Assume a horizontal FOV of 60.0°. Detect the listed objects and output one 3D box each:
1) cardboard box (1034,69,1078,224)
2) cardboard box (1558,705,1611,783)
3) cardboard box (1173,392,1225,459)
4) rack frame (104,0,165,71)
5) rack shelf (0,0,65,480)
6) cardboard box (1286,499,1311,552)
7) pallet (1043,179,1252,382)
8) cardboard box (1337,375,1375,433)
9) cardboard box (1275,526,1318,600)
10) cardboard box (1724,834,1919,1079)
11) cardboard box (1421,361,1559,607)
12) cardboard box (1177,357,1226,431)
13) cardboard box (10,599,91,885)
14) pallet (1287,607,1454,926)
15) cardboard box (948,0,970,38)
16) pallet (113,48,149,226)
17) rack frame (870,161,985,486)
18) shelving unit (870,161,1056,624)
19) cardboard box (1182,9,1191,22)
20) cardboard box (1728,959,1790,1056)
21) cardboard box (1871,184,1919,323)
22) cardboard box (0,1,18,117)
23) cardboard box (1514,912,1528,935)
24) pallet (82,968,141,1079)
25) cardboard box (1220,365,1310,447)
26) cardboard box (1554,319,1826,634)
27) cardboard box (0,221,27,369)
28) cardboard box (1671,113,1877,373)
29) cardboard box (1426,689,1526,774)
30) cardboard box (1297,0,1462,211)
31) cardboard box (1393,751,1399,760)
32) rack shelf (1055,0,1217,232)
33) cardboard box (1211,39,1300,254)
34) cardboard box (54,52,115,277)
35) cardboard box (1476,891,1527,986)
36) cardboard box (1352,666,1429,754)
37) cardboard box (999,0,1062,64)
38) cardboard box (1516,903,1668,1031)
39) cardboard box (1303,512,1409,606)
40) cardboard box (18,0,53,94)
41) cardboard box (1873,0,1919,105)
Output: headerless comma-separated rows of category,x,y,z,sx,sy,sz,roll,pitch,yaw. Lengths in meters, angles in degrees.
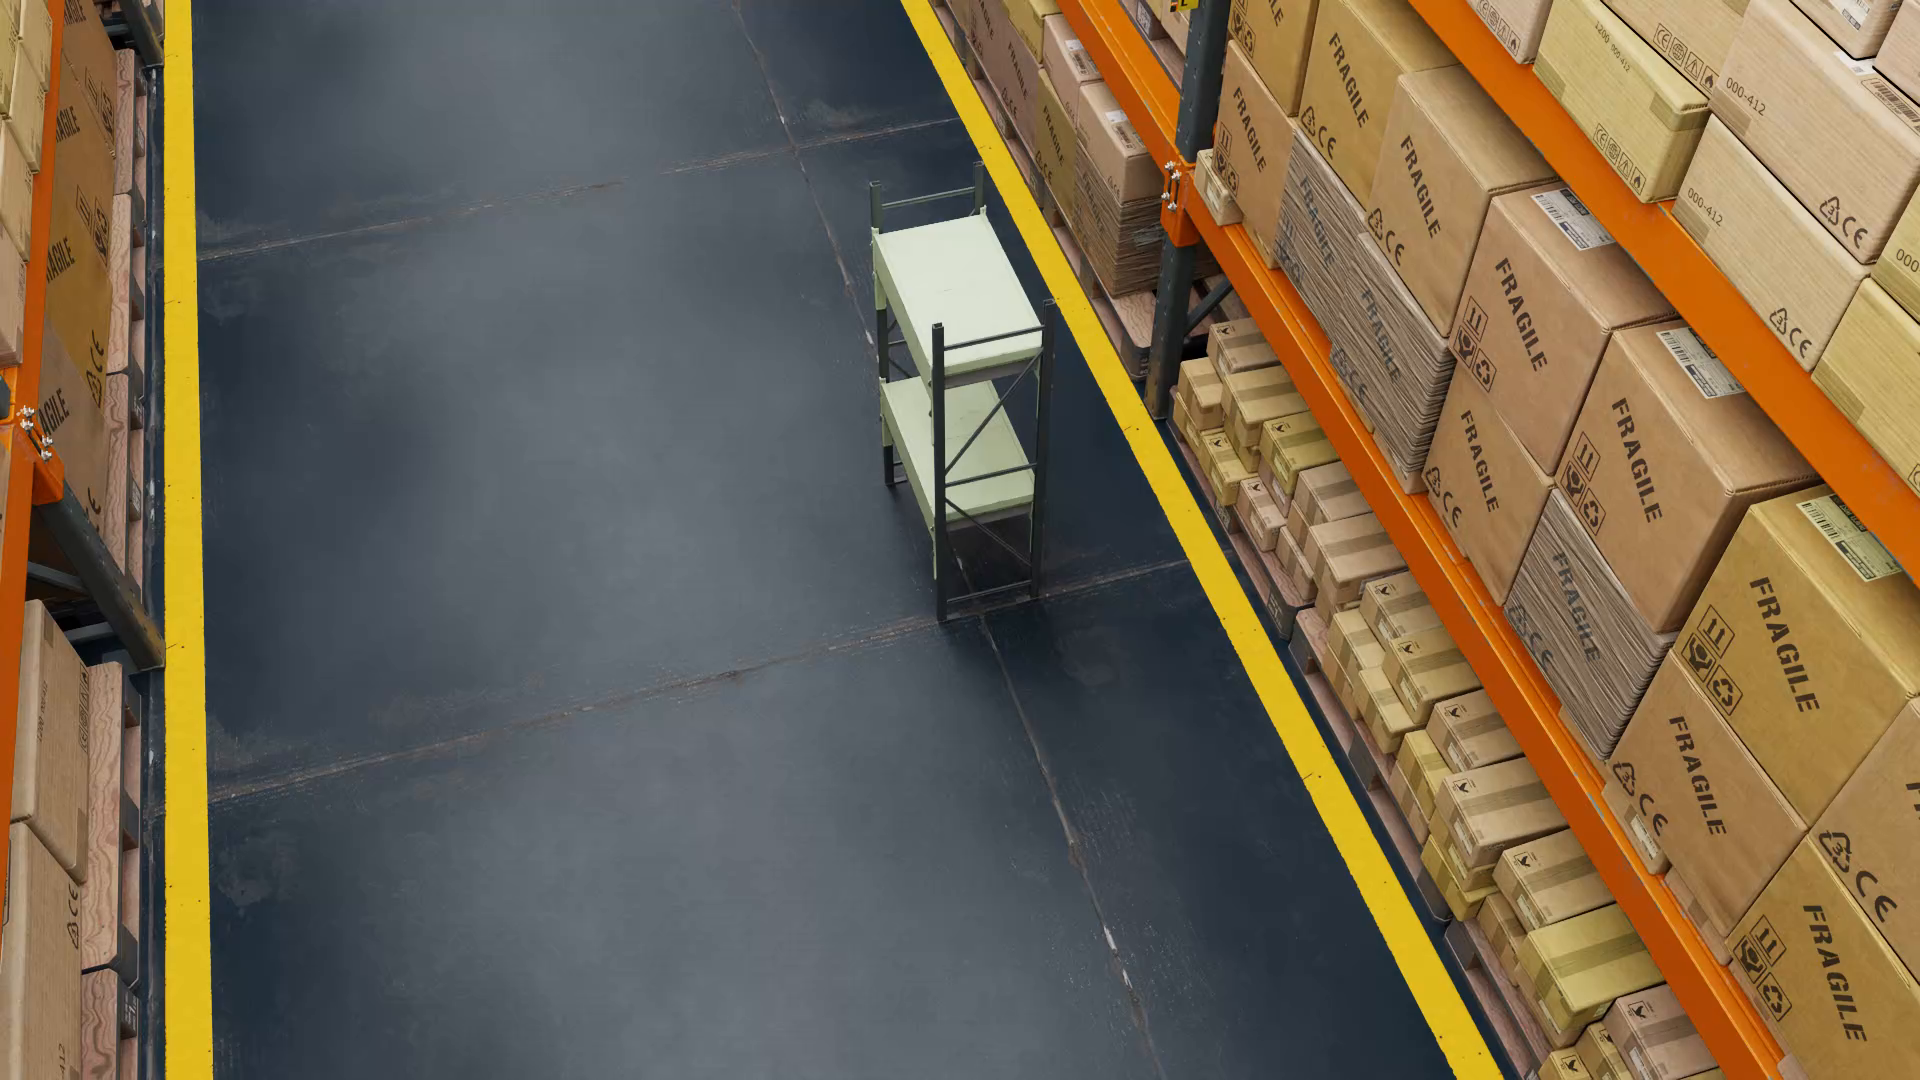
cardboard box,0.660,-1.806,7.461,0.500,0.500,0.500,-14,51,-12
cardboard box,1.813,0.460,4.354,0.380,0.149,0.250,-15,52,-13
cardboard box,1.071,-0.496,6.586,0.380,0.149,0.250,-15,52,-13
rack frame,-4.611,-3.346,7.399,1.000,3.000,0.127,-13,51,-11
rack shelf,-4.020,-1.654,6.443,1.077,0.370,4.000,-13,51,-11
cardboard box,1.416,-0.061,6.025,0.380,0.149,0.250,-16,52,-13
pallet,1.039,-1.287,7.487,1.003,0.211,1.213,-13,51,-11
cardboard box,1.405,-0.503,5.166,0.380,0.149,0.250,-12,51,-10
cardboard box,1.396,0.042,6.132,0.380,0.149,0.250,-14,51,-12
cardboard box,2.075,0.905,3.555,0.500,0.500,0.500,-12,51,-10
cardboard box,1.631,-0.207,4.492,0.500,0.500,0.500,-11,51,-9
cardboard box,1.072,-0.593,6.473,0.380,0.149,0.250,-11,51,-9
cardboard box,-3.345,0.748,5.348,0.875,0.438,0.875,-14,51,-12
pallet,1.867,0.656,5.849,1.003,0.211,1.213,-13,51,-11
cardboard box,0.205,-2.928,8.407,0.500,0.500,0.500,-13,51,-11
pallet,-4.450,-1.855,7.965,1.003,0.211,1.213,-13,51,-11
rack frame,-0.110,-0.756,6.196,0.400,1.500,0.023,-13,51,-11
shelving unit,-0.002,-0.488,5.970,0.431,1.500,0.755,-13,51,-11
cardboard box,0.964,-2.014,5.971,0.380,0.149,0.250,-12,51,-10
cardboard box,2.049,1.020,3.882,0.380,0.149,0.250,-13,51,-11
cardboard box,1.922,-0.428,2.748,0.500,0.250,0.500,-15,51,-12
cardboard box,-3.594,-1.672,5.758,0.500,0.250,0.500,-13,51,-11
cardboard box,1.888,1.072,5.070,0.380,0.149,0.250,-14,51,-11
pallet,-2.914,1.940,4.767,1.003,0.211,1.213,-13,51,-11
cardboard box,1.199,-0.513,6.211,0.380,0.149,0.250,-11,51,-9
cardboard box,1.768,-0.173,3.809,0.500,0.500,0.500,-11,51,-9
cardboard box,-3.306,-0.758,5.315,0.500,0.250,0.500,-14,51,-12
cardboard box,1.775,-0.624,3.240,0.500,0.250,0.500,-11,51,-9
cardboard box,1.717,0.604,5.269,0.380,0.149,0.250,-15,51,-12
cardboard box,1.339,-1.309,4.767,0.500,0.500,0.500,-15,51,-12
cardboard box,1.645,0.617,5.647,0.380,0.149,0.250,-12,51,-10
rack shelf,0.679,-2.847,7.448,1.077,0.370,4.000,-13,51,-11
cardboard box,1.176,-1.327,5.437,0.500,0.500,0.500,-14,51,-12
cardboard box,-4.226,-1.621,7.060,0.875,0.875,0.875,-13,51,-11
cardboard box,1.845,1.195,5.160,0.380,0.149,0.250,-13,51,-11
cardboard box,1.538,0.529,5.527,0.380,0.149,0.250,-13,51,-11
cardboard box,0.500,-2.437,7.502,0.500,0.250,0.500,-15,52,-13
cardboard box,1.837,1.209,4.759,0.380,0.149,0.250,-14,51,-12
cardboard box,1.417,0.050,5.736,0.380,0.149,0.250,-12,51,-10
cardboard box,-3.736,-1.880,6.261,0.500,0.250,0.500,-14,51,-12
cardboard box,1.820,-0.838,2.832,0.380,0.149,0.250,-14,51,-12
